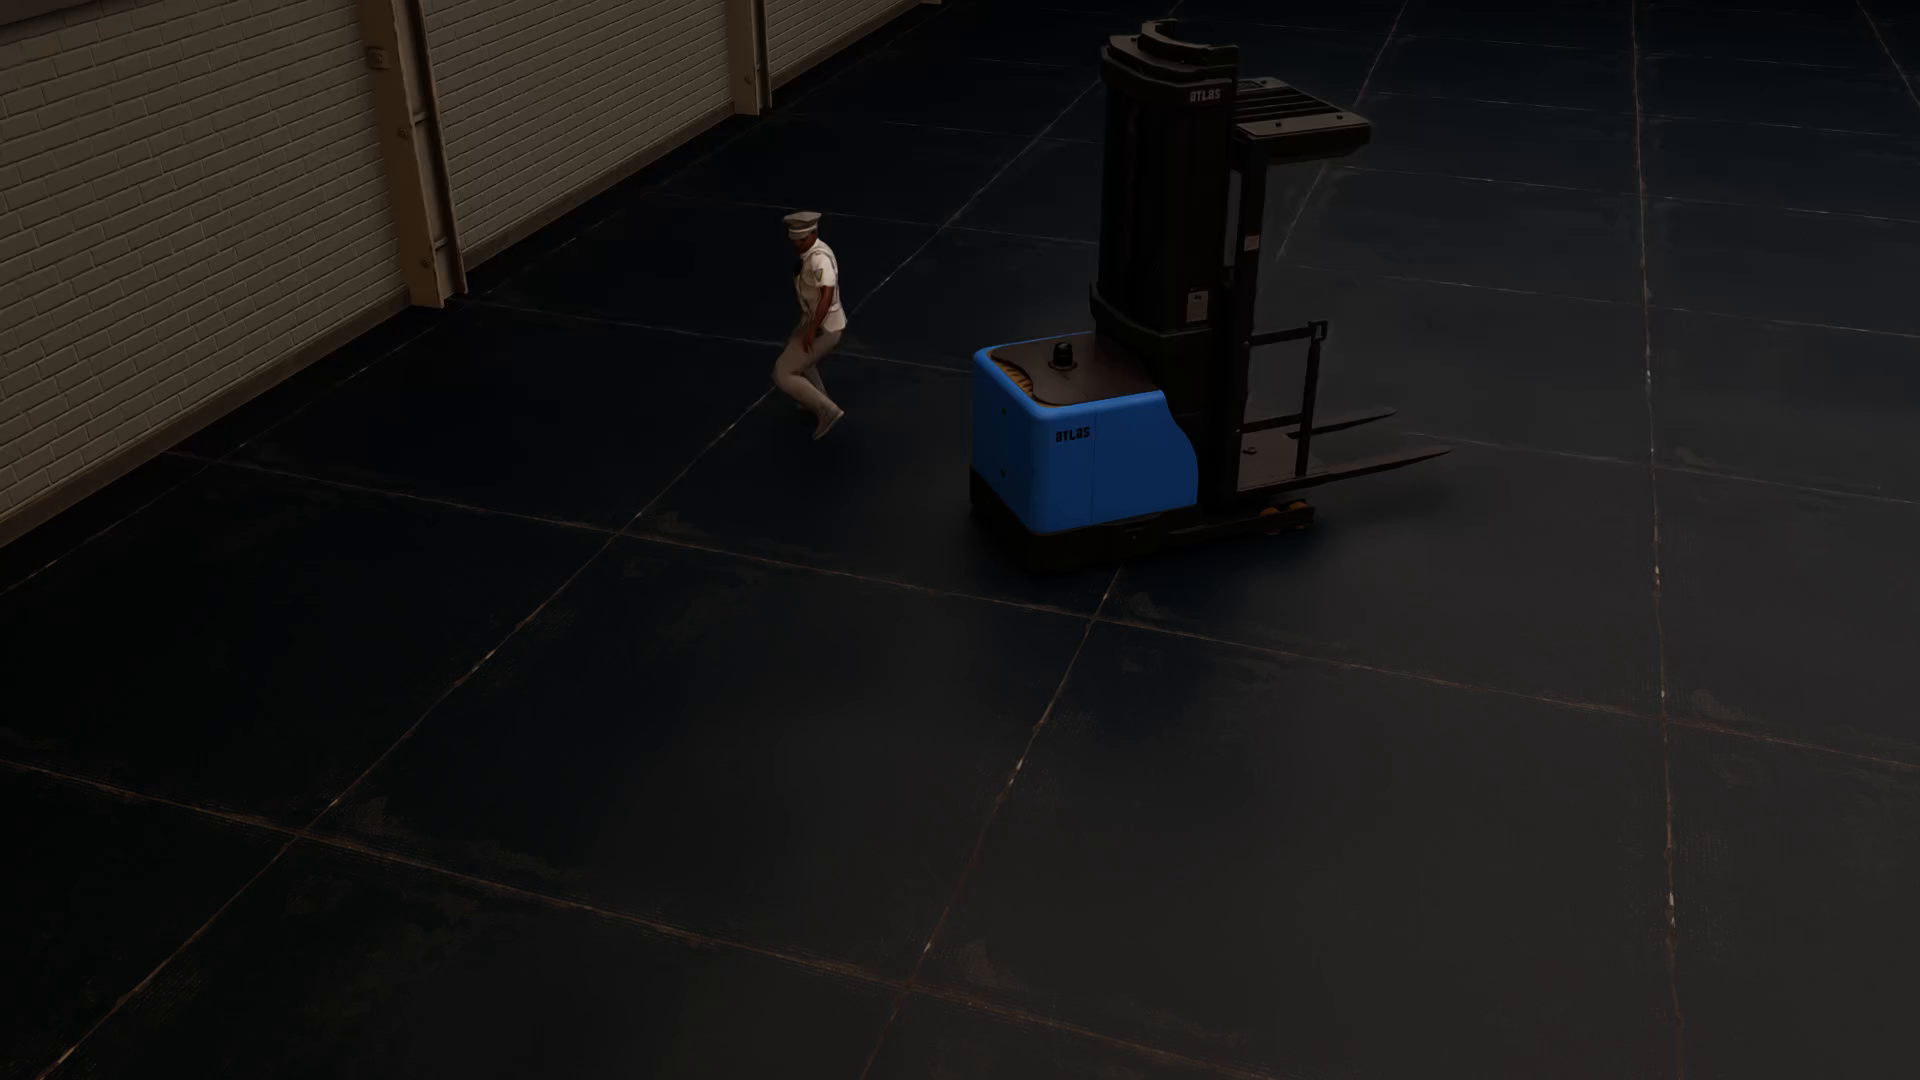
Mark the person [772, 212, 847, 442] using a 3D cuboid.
[{"bbox_3d":[-0.995,-1.452,11.155,0.485,1.548,0.995,1,30,2],"label":"person"}]

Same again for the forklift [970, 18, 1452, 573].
[{"bbox_3d":[1.632,-1.535,9.829,3.031,2.935,1.130,-11,32,-19],"label":"forklift"}]
